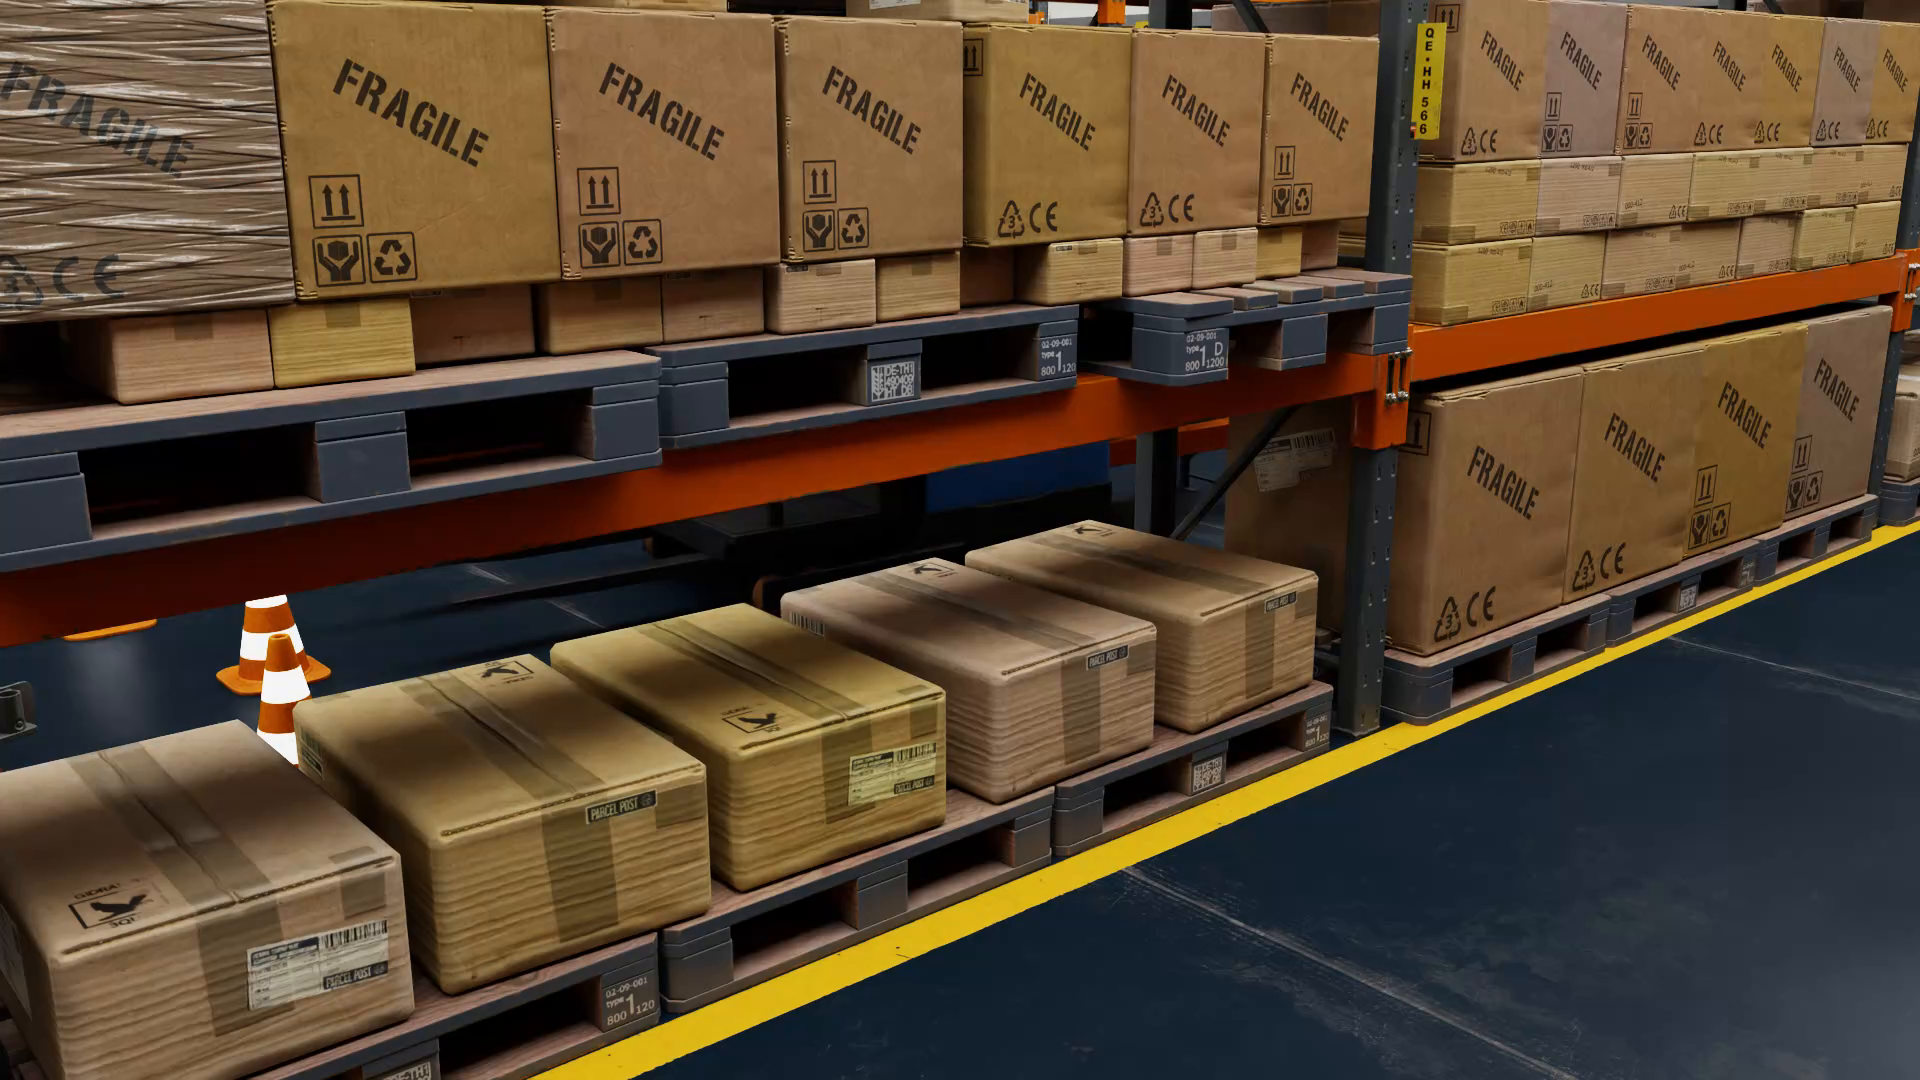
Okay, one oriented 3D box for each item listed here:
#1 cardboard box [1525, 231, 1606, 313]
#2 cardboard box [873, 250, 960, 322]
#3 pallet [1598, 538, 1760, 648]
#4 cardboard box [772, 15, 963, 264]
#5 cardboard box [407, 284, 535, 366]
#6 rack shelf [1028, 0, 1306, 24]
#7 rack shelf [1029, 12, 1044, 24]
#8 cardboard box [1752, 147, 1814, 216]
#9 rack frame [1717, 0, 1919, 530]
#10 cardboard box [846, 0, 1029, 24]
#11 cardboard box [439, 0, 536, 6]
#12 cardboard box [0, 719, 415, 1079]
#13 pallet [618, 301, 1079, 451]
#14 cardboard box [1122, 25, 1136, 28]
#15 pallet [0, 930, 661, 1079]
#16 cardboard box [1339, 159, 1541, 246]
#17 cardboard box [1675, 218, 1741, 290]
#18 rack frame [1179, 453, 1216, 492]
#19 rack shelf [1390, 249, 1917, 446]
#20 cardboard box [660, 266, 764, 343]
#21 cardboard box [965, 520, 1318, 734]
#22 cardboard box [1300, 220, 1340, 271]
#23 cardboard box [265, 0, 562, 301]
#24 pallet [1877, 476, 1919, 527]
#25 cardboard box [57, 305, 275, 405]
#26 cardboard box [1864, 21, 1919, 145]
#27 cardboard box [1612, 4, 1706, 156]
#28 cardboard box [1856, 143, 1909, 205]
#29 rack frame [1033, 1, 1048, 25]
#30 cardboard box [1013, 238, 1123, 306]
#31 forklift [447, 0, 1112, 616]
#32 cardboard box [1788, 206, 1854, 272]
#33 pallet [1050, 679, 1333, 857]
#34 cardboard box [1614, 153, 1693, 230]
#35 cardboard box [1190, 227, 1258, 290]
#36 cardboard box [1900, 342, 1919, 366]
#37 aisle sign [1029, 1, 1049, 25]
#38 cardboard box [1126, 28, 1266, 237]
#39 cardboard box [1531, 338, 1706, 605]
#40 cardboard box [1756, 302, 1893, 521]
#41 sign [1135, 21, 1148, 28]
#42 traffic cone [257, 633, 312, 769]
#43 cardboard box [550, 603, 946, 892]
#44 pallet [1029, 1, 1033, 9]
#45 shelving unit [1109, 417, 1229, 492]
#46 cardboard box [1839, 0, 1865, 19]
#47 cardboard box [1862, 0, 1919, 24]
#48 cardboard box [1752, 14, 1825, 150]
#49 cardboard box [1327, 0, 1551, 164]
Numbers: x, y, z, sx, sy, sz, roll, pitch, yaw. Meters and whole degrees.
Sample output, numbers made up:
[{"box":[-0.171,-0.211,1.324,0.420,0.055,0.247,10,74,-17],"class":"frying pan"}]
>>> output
[{"box":[1.903,-0.966,5.844,0.500,0.250,0.500,-13,20,-41],"class":"cardboard box"},{"box":[-0.216,-0.616,3.917,0.250,0.149,0.380,-13,20,-41],"class":"cardboard box"},{"box":[2.558,0.109,6.933,1.213,0.211,1.003,-13,19,-39],"class":"pallet"},{"box":[-0.342,-0.910,3.760,0.500,0.500,0.500,-14,20,-42],"class":"cardboard box"},{"box":[-1.042,-0.453,3.308,0.250,0.149,0.380,-11,19,-36],"class":"cardboard box"},{"box":[2.194,-3.978,12.413,4.000,0.370,1.077,-13,19,-39],"class":"rack shelf"},{"box":[-0.986,-4.961,16.092,4.000,0.370,1.077,-13,19,-39],"class":"rack shelf"},{"box":[3.079,-1.464,6.738,0.500,0.250,0.500,-12,19,-38],"class":"cardboard box"},{"box":[4.011,-1.591,7.896,0.127,3.000,1.000,-13,19,-39],"class":"rack frame"},{"box":[-0.056,-1.290,3.926,0.250,0.149,0.380,-14,20,-42],"class":"cardboard box"},{"box":[-1.121,-1.237,3.728,0.250,0.149,0.380,-14,20,-42],"class":"cardboard box"},{"box":[-1.630,0.741,3.441,0.625,0.372,0.950,-12,19,-39],"class":"cardboard box"},{"box":[-0.473,-0.478,4.098,1.213,0.211,1.003,-13,19,-39],"class":"pallet"},{"box":[1.186,-3.242,11.368,0.500,0.500,0.500,-12,19,-38],"class":"cardboard box"},{"box":[-1.438,0.979,3.677,1.213,0.211,1.003,-13,19,-39],"class":"pallet"},{"box":[1.538,-1.121,5.455,0.500,0.250,0.500,-13,20,-40],"class":"cardboard box"},{"box":[2.673,-1.138,6.488,0.500,0.250,0.500,-13,19,-39],"class":"cardboard box"},{"box":[1.314,-0.769,8.448,0.032,1.125,0.500,-10,18,-34],"class":"rack frame"},{"box":[2.502,-0.905,6.720,4.000,0.370,1.077,-13,19,-39],"class":"rack shelf"},{"box":[-0.633,-0.530,3.596,0.250,0.149,0.380,-12,19,-39],"class":"cardboard box"},{"box":[0.561,0.247,5.293,0.625,0.372,0.950,-14,21,-43],"class":"cardboard box"},{"box":[0.901,-0.894,4.958,0.250,0.149,0.380,-12,19,-37],"class":"cardboard box"},{"box":[-1.105,-0.740,3.123,0.500,0.500,0.500,-13,19,-39],"class":"cardboard box"},{"box":[4.636,-0.358,8.681,1.213,0.211,1.003,-13,19,-39],"class":"pallet"},{"box":[-1.400,-0.350,2.921,0.250,0.149,0.380,-12,19,-39],"class":"cardboard box"},{"box":[3.839,-1.998,7.287,0.500,0.500,0.500,-12,19,-38],"class":"cardboard box"},{"box":[2.294,-1.652,5.990,0.500,0.500,0.500,-12,19,-38],"class":"cardboard box"},{"box":[3.838,-1.639,7.394,0.500,0.250,0.500,-13,20,-39],"class":"cardboard box"},{"box":[0.523,-4.198,17.655,0.127,3.000,1.000,-13,19,-39],"class":"rack frame"},{"box":[0.192,-0.693,4.204,0.250,0.149,0.380,-12,19,-38],"class":"cardboard box"},{"box":[-0.802,-1.268,6.819,3.031,2.935,1.130,-10,18,-34],"class":"forklift"},{"box":[3.453,-1.308,7.125,0.500,0.250,0.500,-13,20,-40],"class":"cardboard box"},{"box":[0.403,0.565,5.224,1.213,0.211,1.003,-13,19,-39],"class":"pallet"},{"box":[2.312,-1.290,6.089,0.500,0.250,0.500,-13,20,-40],"class":"cardboard box"},{"box":[0.585,-0.783,4.542,0.250,0.149,0.380,-13,20,-40],"class":"cardboard box"},{"box":[5.230,-0.794,9.060,0.875,0.438,0.875,-13,20,-41],"class":"cardboard box"},{"box":[0.774,-5.408,17.147,0.004,0.787,0.394,-13,19,-39],"class":"aisle sign"},{"box":[0.450,-1.088,4.427,0.500,0.500,0.500,-13,20,-40],"class":"cardboard box"},{"box":[2.245,-0.341,6.519,0.875,0.875,0.875,-12,19,-39],"class":"cardboard box"},{"box":[3.596,-0.647,7.664,0.875,0.875,0.875,-12,19,-38],"class":"cardboard box"},{"box":[0.627,-1.581,5.612,0.005,0.325,0.100,-13,19,-39],"class":"sign"},{"box":[-2.008,0.507,4.956,0.334,0.463,0.336,-13,19,-39],"class":"traffic cone"},{"box":[-0.567,0.500,4.342,0.625,0.372,0.950,-12,19,-38],"class":"cardboard box"},{"box":[-0.030,-5.477,16.801,1.213,0.211,1.003,-13,19,-39],"class":"pallet"},{"box":[0.900,-0.692,8.163,1.048,1.125,0.538,-10,18,-34],"class":"shelving unit"},{"box":[4.305,-2.574,8.185,0.250,0.149,0.380,-12,19,-38],"class":"cardboard box"},{"box":[4.419,-2.439,7.681,0.250,0.149,0.380,-13,20,-40],"class":"cardboard box"},{"box":[3.058,-1.827,6.647,0.500,0.500,0.500,-12,19,-38],"class":"cardboard box"},{"box":[1.526,-1.481,5.351,0.500,0.500,0.500,-14,20,-41],"class":"cardboard box"}]
